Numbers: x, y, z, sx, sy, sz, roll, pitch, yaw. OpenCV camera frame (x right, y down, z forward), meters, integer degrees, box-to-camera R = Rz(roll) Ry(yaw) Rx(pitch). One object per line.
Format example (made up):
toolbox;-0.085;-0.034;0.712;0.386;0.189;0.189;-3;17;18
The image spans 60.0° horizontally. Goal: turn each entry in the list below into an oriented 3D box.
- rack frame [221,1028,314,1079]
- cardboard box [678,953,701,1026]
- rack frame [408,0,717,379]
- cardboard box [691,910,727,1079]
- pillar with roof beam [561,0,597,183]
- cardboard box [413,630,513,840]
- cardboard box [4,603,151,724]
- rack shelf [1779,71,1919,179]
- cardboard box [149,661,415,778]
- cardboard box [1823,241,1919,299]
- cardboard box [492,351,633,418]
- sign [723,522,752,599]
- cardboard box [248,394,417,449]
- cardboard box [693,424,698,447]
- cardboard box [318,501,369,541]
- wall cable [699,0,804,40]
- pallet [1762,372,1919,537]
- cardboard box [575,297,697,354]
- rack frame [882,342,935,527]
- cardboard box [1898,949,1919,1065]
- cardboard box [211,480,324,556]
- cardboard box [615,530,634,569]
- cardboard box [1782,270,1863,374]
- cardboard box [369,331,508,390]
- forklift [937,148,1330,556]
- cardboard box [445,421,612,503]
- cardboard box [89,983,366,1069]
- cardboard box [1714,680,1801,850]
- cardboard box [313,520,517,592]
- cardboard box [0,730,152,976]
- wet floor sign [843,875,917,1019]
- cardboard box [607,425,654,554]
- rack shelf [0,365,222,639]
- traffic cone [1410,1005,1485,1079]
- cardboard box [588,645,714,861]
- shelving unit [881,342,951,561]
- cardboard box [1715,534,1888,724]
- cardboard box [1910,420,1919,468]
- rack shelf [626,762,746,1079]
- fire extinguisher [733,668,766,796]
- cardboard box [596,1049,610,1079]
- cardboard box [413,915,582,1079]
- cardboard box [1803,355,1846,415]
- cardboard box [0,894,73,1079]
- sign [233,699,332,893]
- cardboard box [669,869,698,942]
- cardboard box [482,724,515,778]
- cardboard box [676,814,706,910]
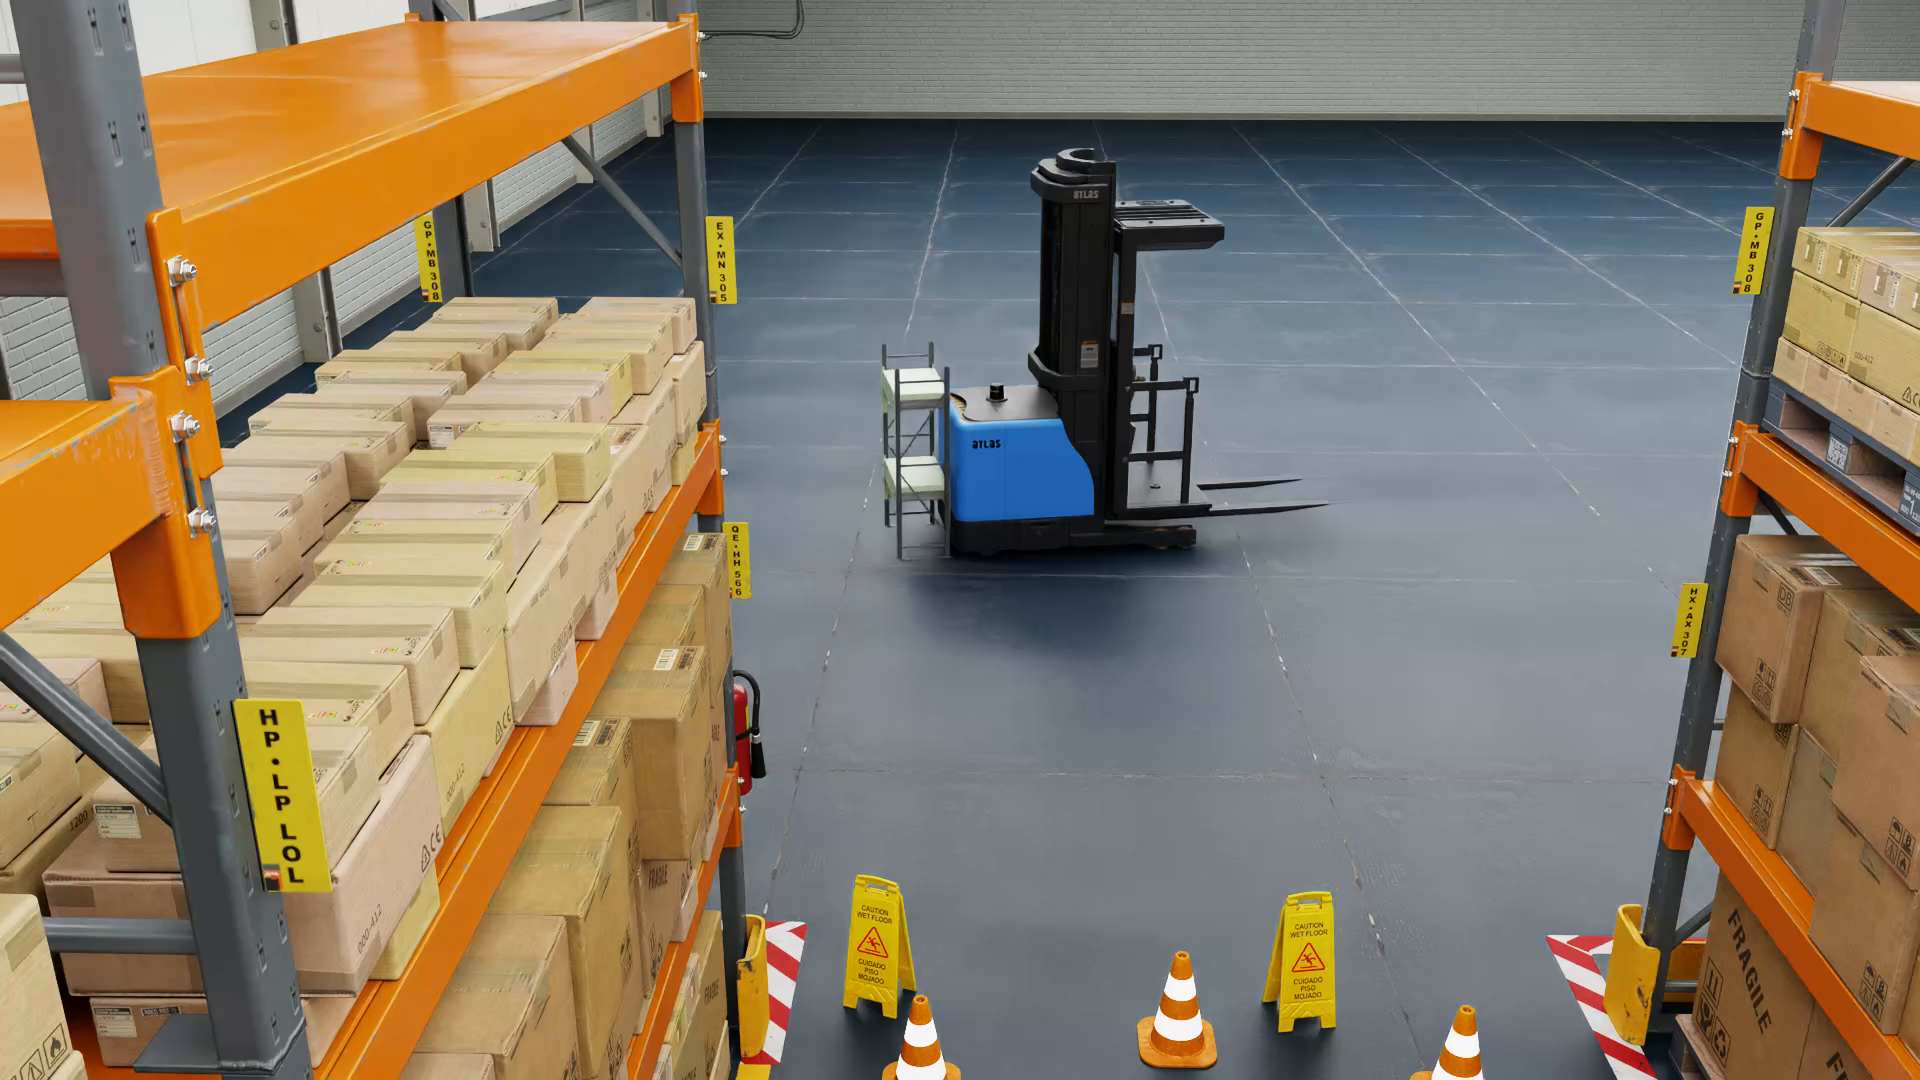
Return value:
rack frame;-1.564;2.204;3.203;1.000;3.000;0.127;1;21;2
cardboard box;-1.150;1.617;6.001;0.380;0.149;0.250;1;21;3
rack frame;-1.443;-2.040;5.845;1.000;3.000;0.127;1;21;2
cardboard box;-1.206;1.786;6.462;0.500;0.500;0.500;1;21;2
pillar with roof beam;-2.293;-10.481;27.602;9.100;9.000;0.400;1;21;2
cardboard box;-1.271;0.394;3.517;0.500;0.250;0.500;0;21;1
cardboard box;-1.744;0.246;3.348;0.380;0.149;0.250;1;21;3
rack shelf;3.447;-0.777;4.138;1.077;0.370;4.000;1;21;2
cardboard box;-1.250;0.346;3.089;0.380;0.149;0.250;1;21;3
cardboard box;3.171;-0.912;5.613;0.380;0.149;0.250;1;21;2
cardboard box;-1.253;-0.494;5.253;0.380;0.149;0.250;1;21;2
sign;-0.889;0.083;6.630;0.100;0.325;0.005;1;21;2
cardboard box;-1.802;-0.314;4.791;0.380;0.149;0.250;1;21;3
cardboard box;-1.174;-0.392;6.093;0.380;0.149;0.250;1;21;2
cardboard box;-1.776;0.023;4.472;0.500;0.250;0.500;1;21;3
wall cable;-5.002;-12.301;36.584;3.097;2.526;0.112;1;21;2
pallet;3.496;-0.314;5.666;1.003;0.211;1.213;1;21;2
cardboard box;-1.158;-0.770;5.966;0.380;0.149;0.250;1;21;2
rack frame;-0.402;-0.816;13.057;0.400;1.500;0.023;-4;21;-9
cardboard box;3.430;1.432;4.984;0.875;0.550;0.500;1;21;2
cardboard box;-1.801;-0.036;4.074;0.380;0.149;0.250;1;21;2
cardboard box;-1.225;-0.024;5.146;0.380;0.149;0.250;0;21;1
cardboard box;3.237;-0.763;5.779;0.500;0.250;0.500;1;21;2
cardboard box;-1.718;-0.589;5.497;0.380;0.149;0.250;1;21;2
forklift;1.382;-1.476;12.782;3.031;2.935;1.130;-3;21;-9
cardboard box;-1.171;-0.215;4.536;0.380;0.149;0.250;1;21;3
cardboard box;-1.307;0.811;2.992;0.380;0.149;0.250;0;21;1
cardboard box;3.542;0.840;6.510;0.875;0.550;0.550;1;21;2
cardboard box;-1.241;0.066;3.812;0.380;0.149;0.250;0;21;0
cardboard box;-1.820;0.573;3.054;0.500;0.250;0.500;0;21;1
wet floor sign;-0.367;1.798;7.503;0.267;0.644;0.232;8;23;20
cardboard box;-1.216;-0.152;4.925;0.500;0.250;0.500;1;21;3
rack shelf;-1.625;0.652;0.457;1.077;0.370;4.000;1;21;2
traffic cone;2.073;2.134;6.889;0.336;0.463;0.334;1;21;2
cardboard box;-1.176;0.661;5.246;0.700;0.500;0.500;0;21;1
shelving unit;-0.340;-0.685;12.721;0.431;1.500;0.755;-4;21;-9
cardboard box;3.458;0.336;6.317;0.875;0.550;0.550;1;21;2
cardboard box;3.147;-0.263;5.042;0.380;0.149;0.250;1;21;2
rack shelf;-1.504;1.816;5.197;1.077;0.370;4.000;1;21;2
fire extinguisher;-0.979;0.757;7.038;0.296;0.674;0.183;1;21;2
cardboard box;-1.252;1.499;4.469;0.500;0.500;0.500;0;21;1
cardboard box;-1.297;1.211;3.830;0.700;0.500;0.500;1;21;2
cardboard box;3.170;-0.536;5.745;0.380;0.149;0.250;1;21;2
cardboard box;-1.455;0.657;1.978;0.500;0.250;0.500;1;21;3
sign;-1.010;0.385;2.483;0.100;0.325;0.005;1;21;2
cardboard box;-1.144;1.291;5.903;0.380;0.149;0.250;1;21;3
cardboard box;-1.282;0.441;3.947;0.380;0.149;0.250;0;21;0
cardboard box;-1.204;0.952;5.879;0.500;0.500;0.500;1;21;2
